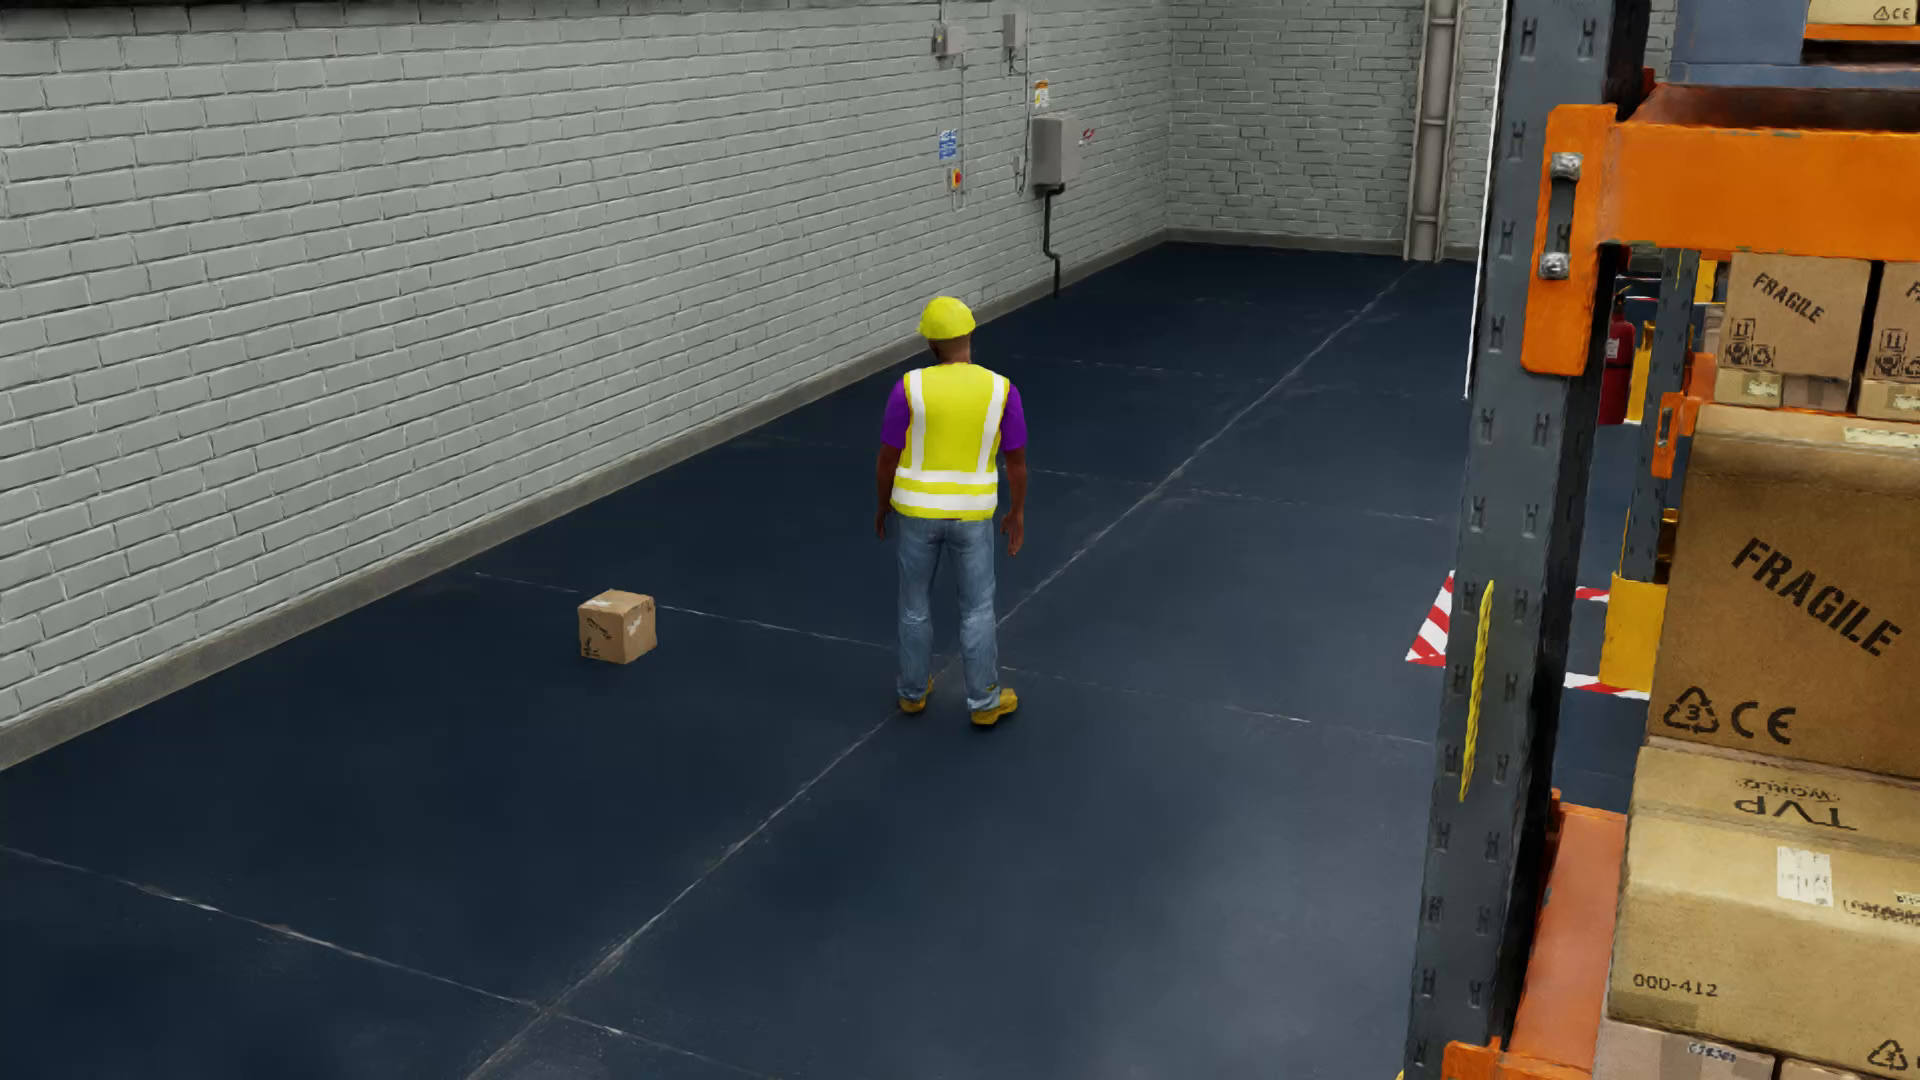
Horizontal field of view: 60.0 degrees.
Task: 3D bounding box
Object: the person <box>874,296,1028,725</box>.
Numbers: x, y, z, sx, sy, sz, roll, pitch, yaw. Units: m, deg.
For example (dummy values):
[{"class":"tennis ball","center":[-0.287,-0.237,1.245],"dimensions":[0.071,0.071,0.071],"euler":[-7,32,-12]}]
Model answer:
[{"class":"person","center":[-0.042,-0.126,6.799],"dimensions":[0.622,1.771,0.462],"euler":[-1,19,-4]}]
